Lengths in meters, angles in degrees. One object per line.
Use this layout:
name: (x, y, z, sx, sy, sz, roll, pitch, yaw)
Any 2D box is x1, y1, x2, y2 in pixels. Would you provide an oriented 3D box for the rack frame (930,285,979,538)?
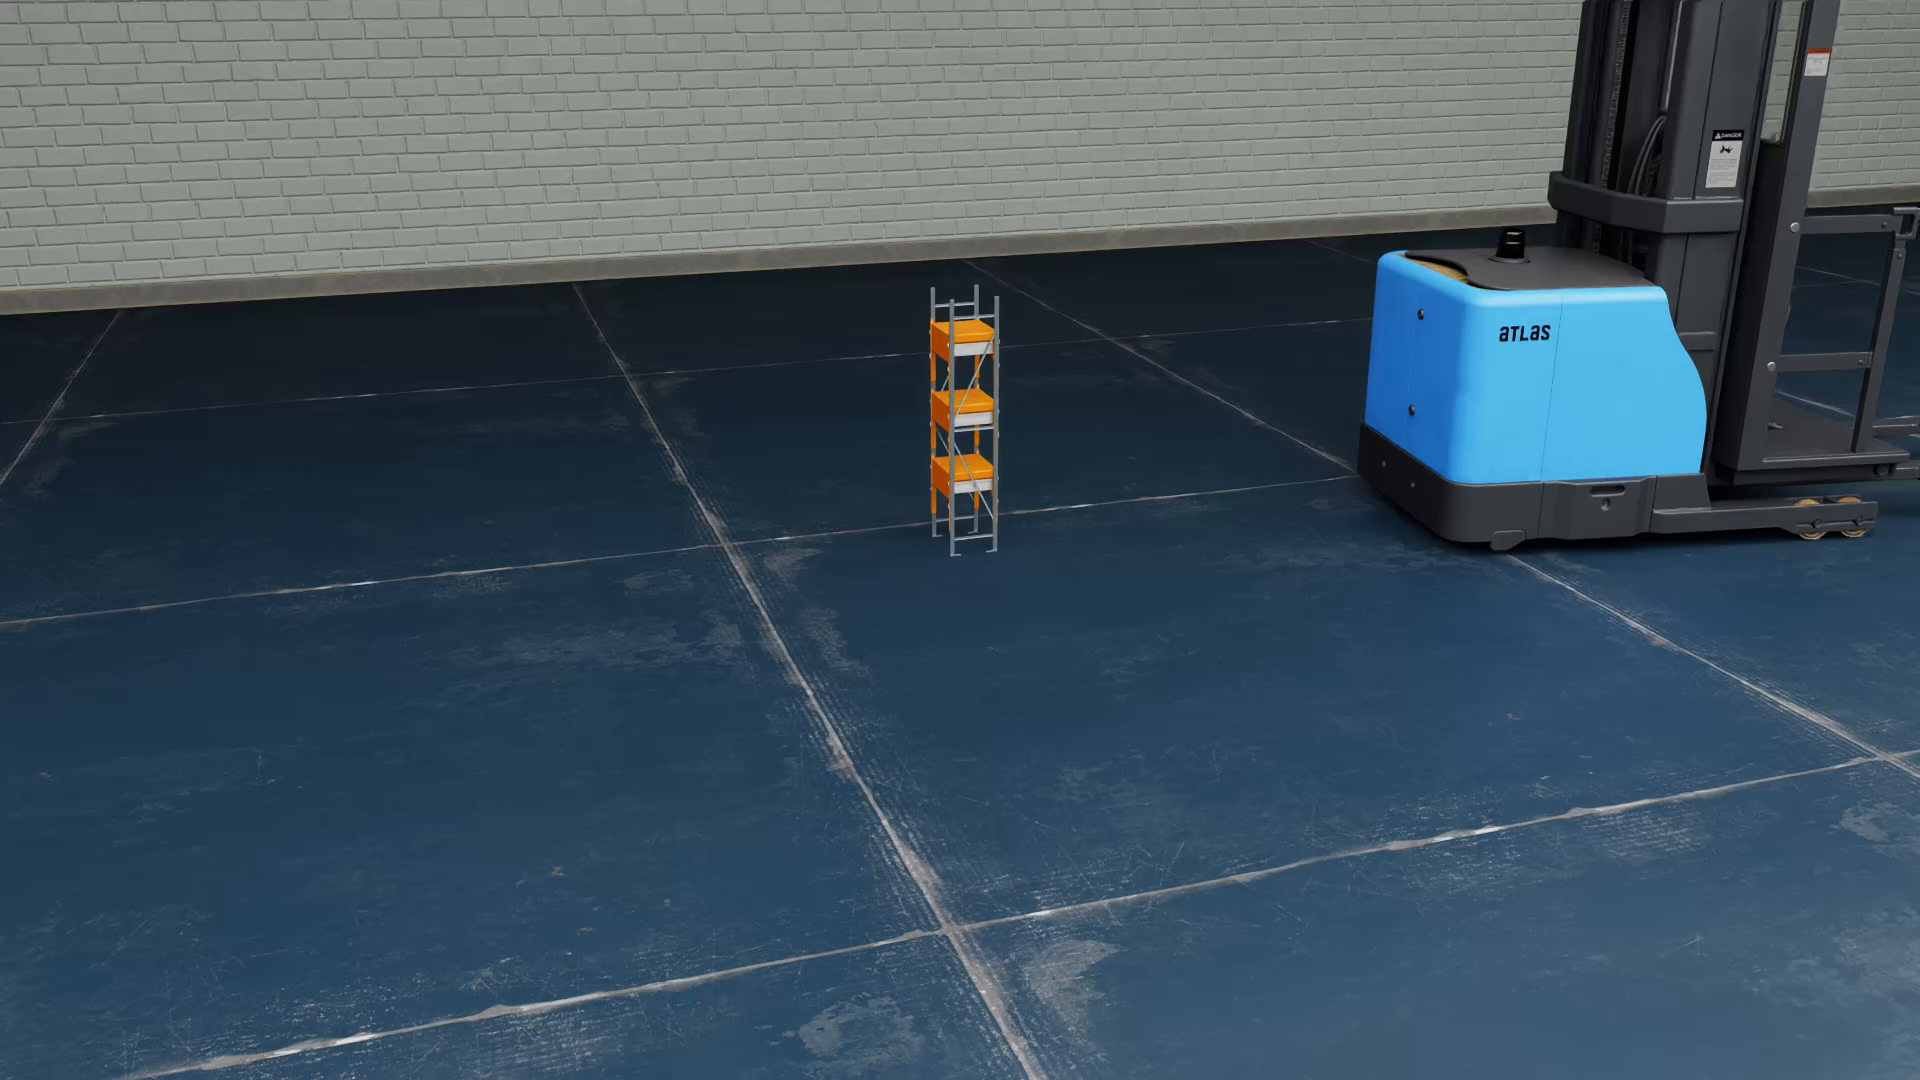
rack frame: (-0.022, -0.516, 6.800, 0.200, 1.050, 0.008, -6, 21, -17)

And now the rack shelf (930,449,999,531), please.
rack shelf: (0.017, -0.205, 6.789, 0.215, 0.259, 0.240, -6, 21, -17)

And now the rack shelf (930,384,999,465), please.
rack shelf: (0.017, -0.467, 6.695, 0.215, 0.259, 0.240, -6, 21, -17)

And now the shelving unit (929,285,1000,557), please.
shelving unit: (0.017, -0.477, 6.691, 0.215, 1.050, 0.252, -6, 21, -17)

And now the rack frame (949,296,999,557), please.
rack frame: (0.055, -0.438, 6.582, 0.200, 1.050, 0.008, -6, 21, -17)

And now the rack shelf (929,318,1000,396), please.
rack shelf: (0.017, -0.734, 6.599, 0.215, 0.259, 0.240, -6, 21, -17)

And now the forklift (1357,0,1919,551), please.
forklift: (3.367, -1.553, 6.903, 3.031, 2.935, 1.130, -3, 20, -9)
